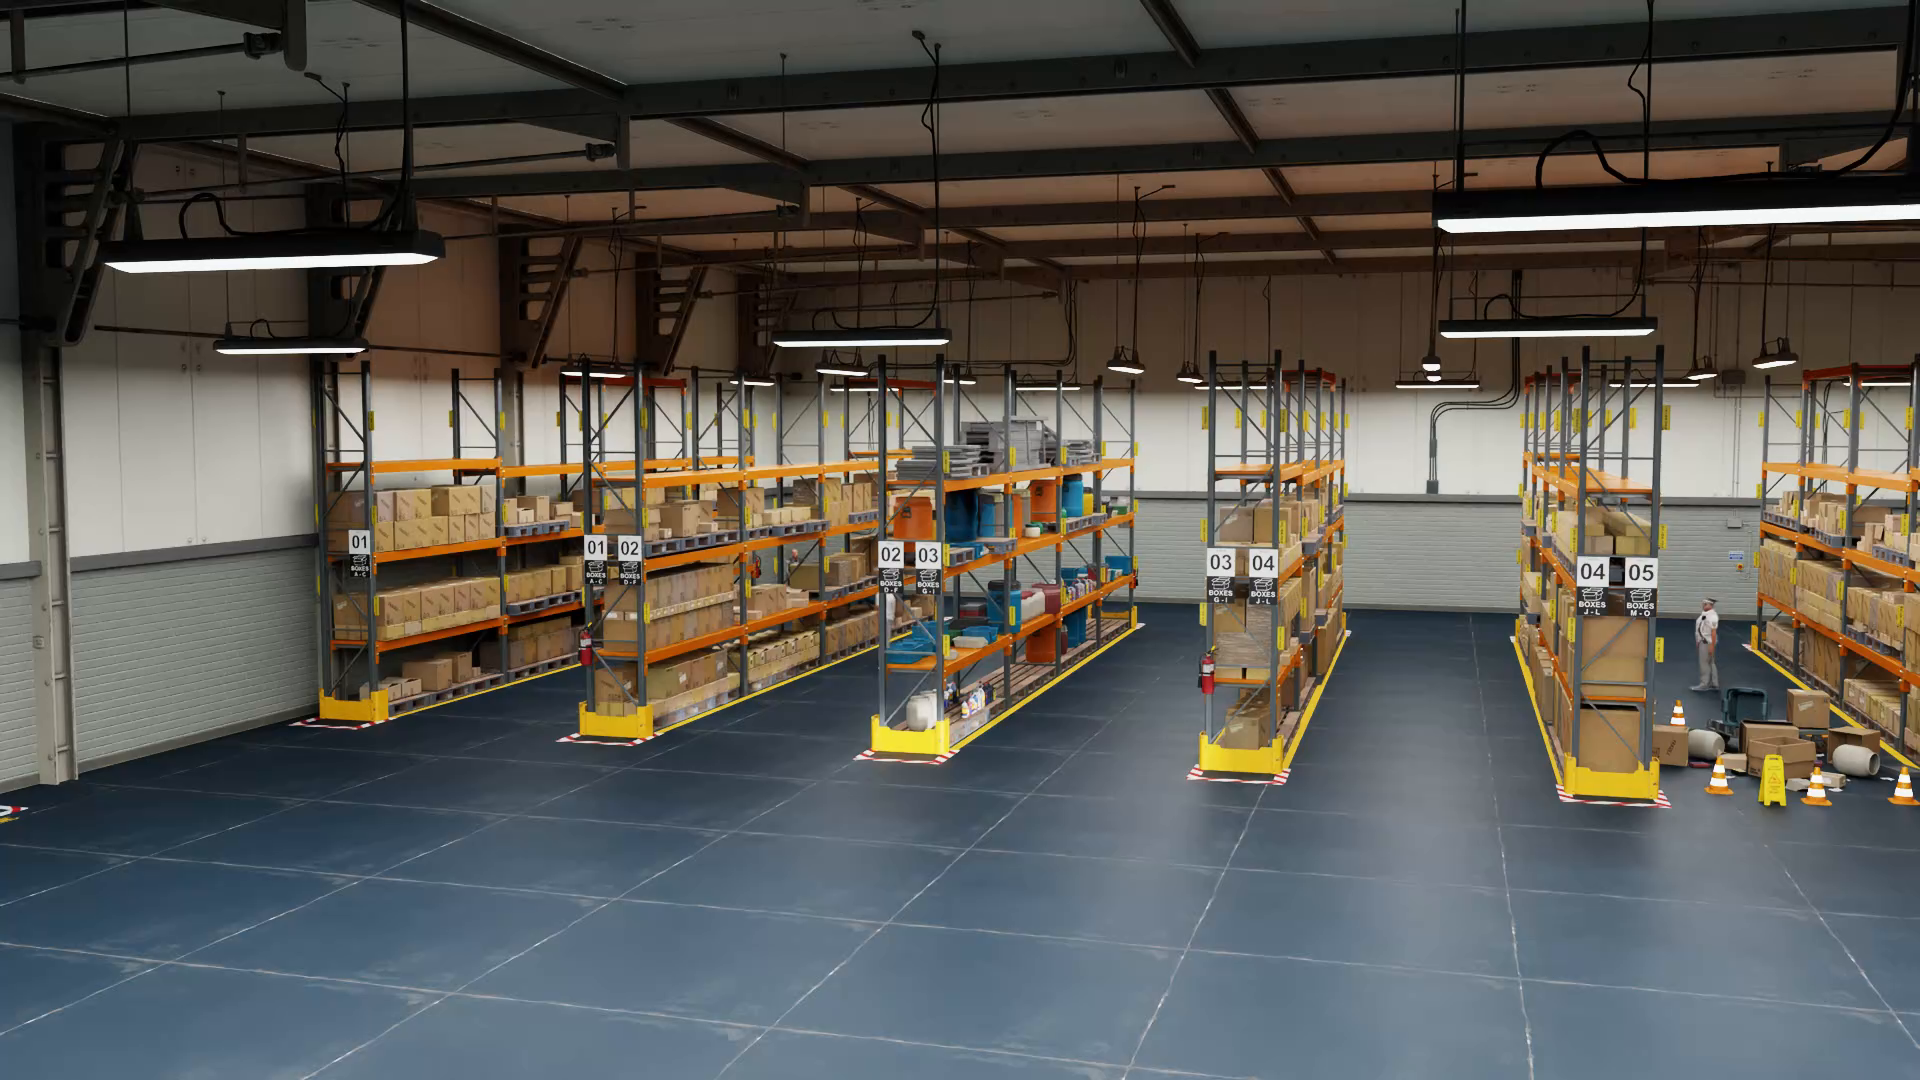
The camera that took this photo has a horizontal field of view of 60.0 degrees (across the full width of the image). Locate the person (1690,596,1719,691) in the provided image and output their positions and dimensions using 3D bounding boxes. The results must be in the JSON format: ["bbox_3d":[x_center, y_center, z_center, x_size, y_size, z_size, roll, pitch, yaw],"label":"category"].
[{"bbox_3d":[13.875,1.918,30.917,0.476,1.768,0.564,2,5,31],"label":"person"}]

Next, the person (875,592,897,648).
[{"bbox_3d":[-1.464,1.657,34.512,0.554,1.783,0.603,2,4,24],"label":"person"}]

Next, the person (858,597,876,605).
[{"bbox_3d":[-2.380,1.174,42.550,0.767,1.555,0.437,-1,4,-19],"label":"person"}]

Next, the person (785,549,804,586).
[{"bbox_3d":[-4.273,1.073,43.293,0.590,1.679,0.872,-2,5,-27],"label":"person"}]
